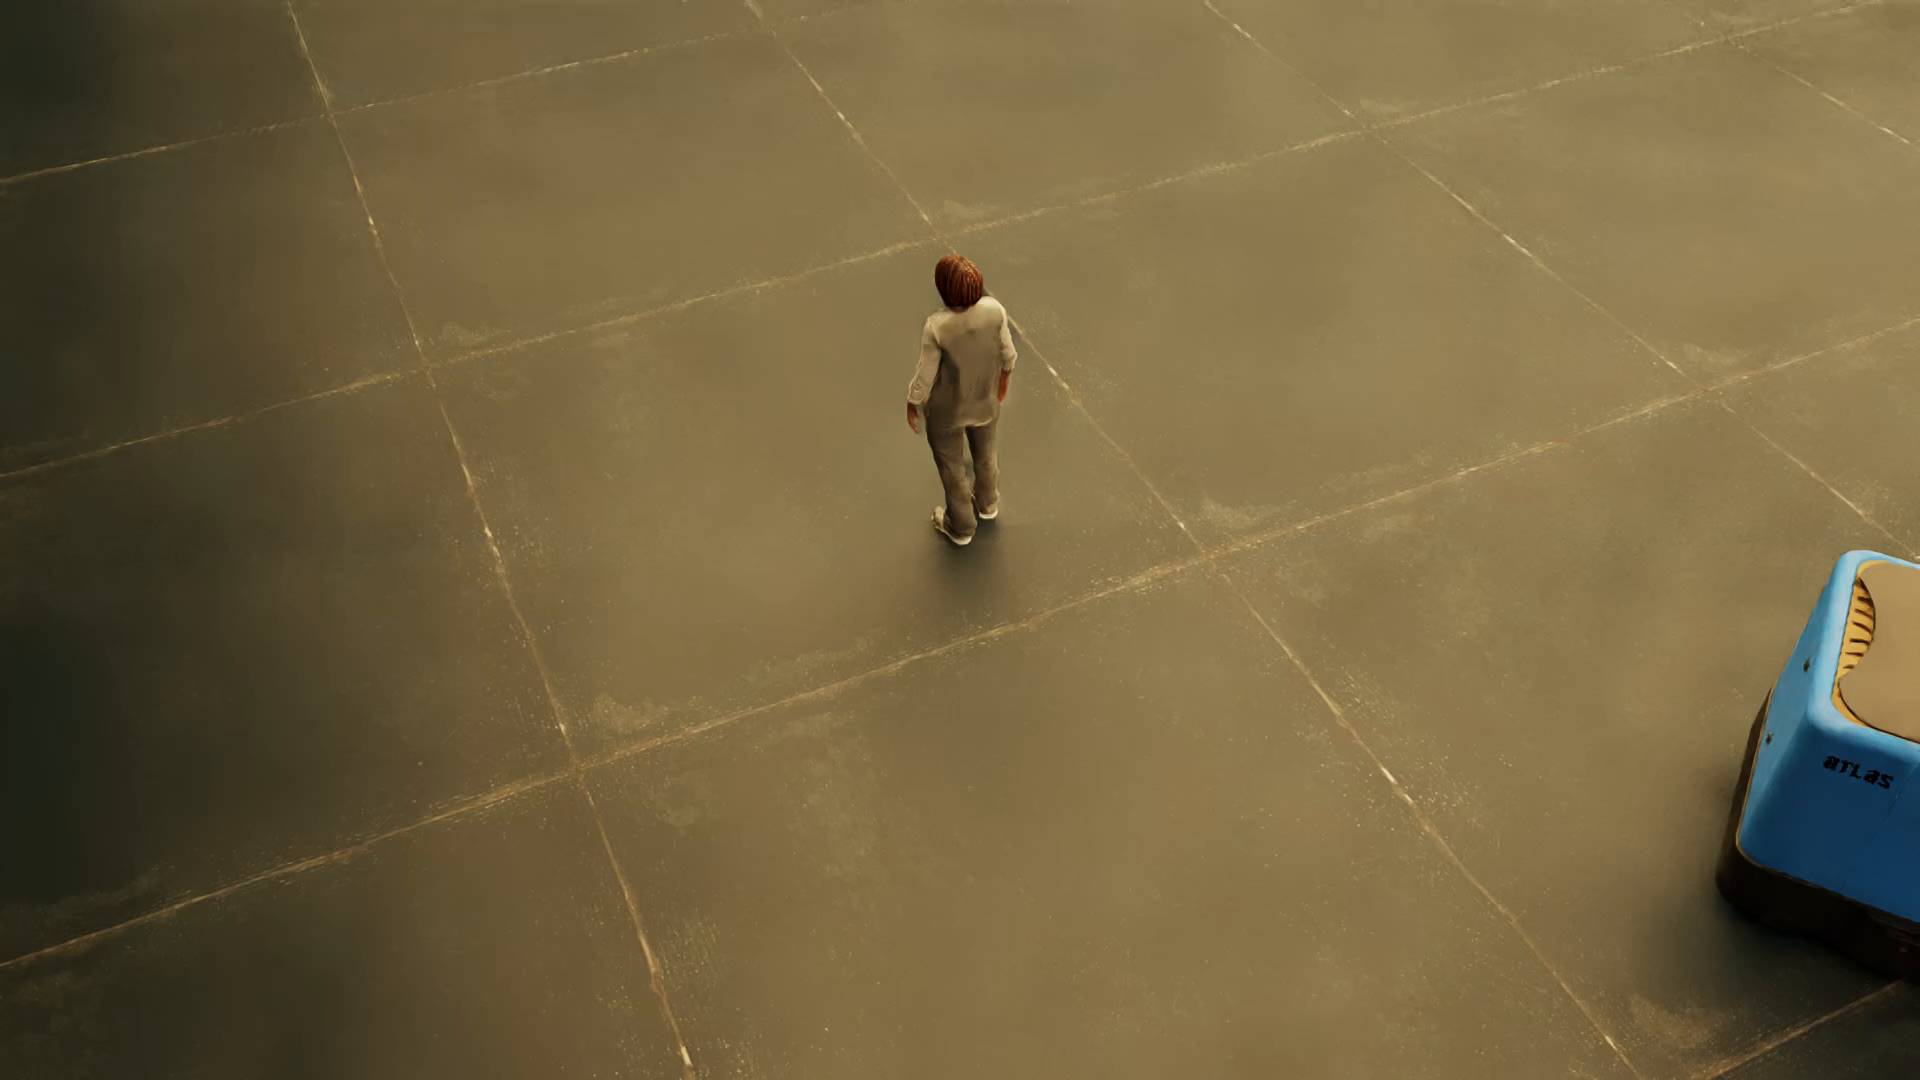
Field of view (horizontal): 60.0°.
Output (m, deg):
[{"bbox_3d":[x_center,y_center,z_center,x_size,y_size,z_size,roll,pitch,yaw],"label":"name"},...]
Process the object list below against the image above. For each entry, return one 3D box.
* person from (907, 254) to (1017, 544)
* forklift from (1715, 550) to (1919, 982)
[{"bbox_3d":[-0.019,-0.639,7.332,0.521,1.597,0.474,-18,46,-18],"label":"person"},{"bbox_3d":[4.421,0.493,5.152,3.031,2.935,1.130,20,47,20],"label":"forklift"}]
